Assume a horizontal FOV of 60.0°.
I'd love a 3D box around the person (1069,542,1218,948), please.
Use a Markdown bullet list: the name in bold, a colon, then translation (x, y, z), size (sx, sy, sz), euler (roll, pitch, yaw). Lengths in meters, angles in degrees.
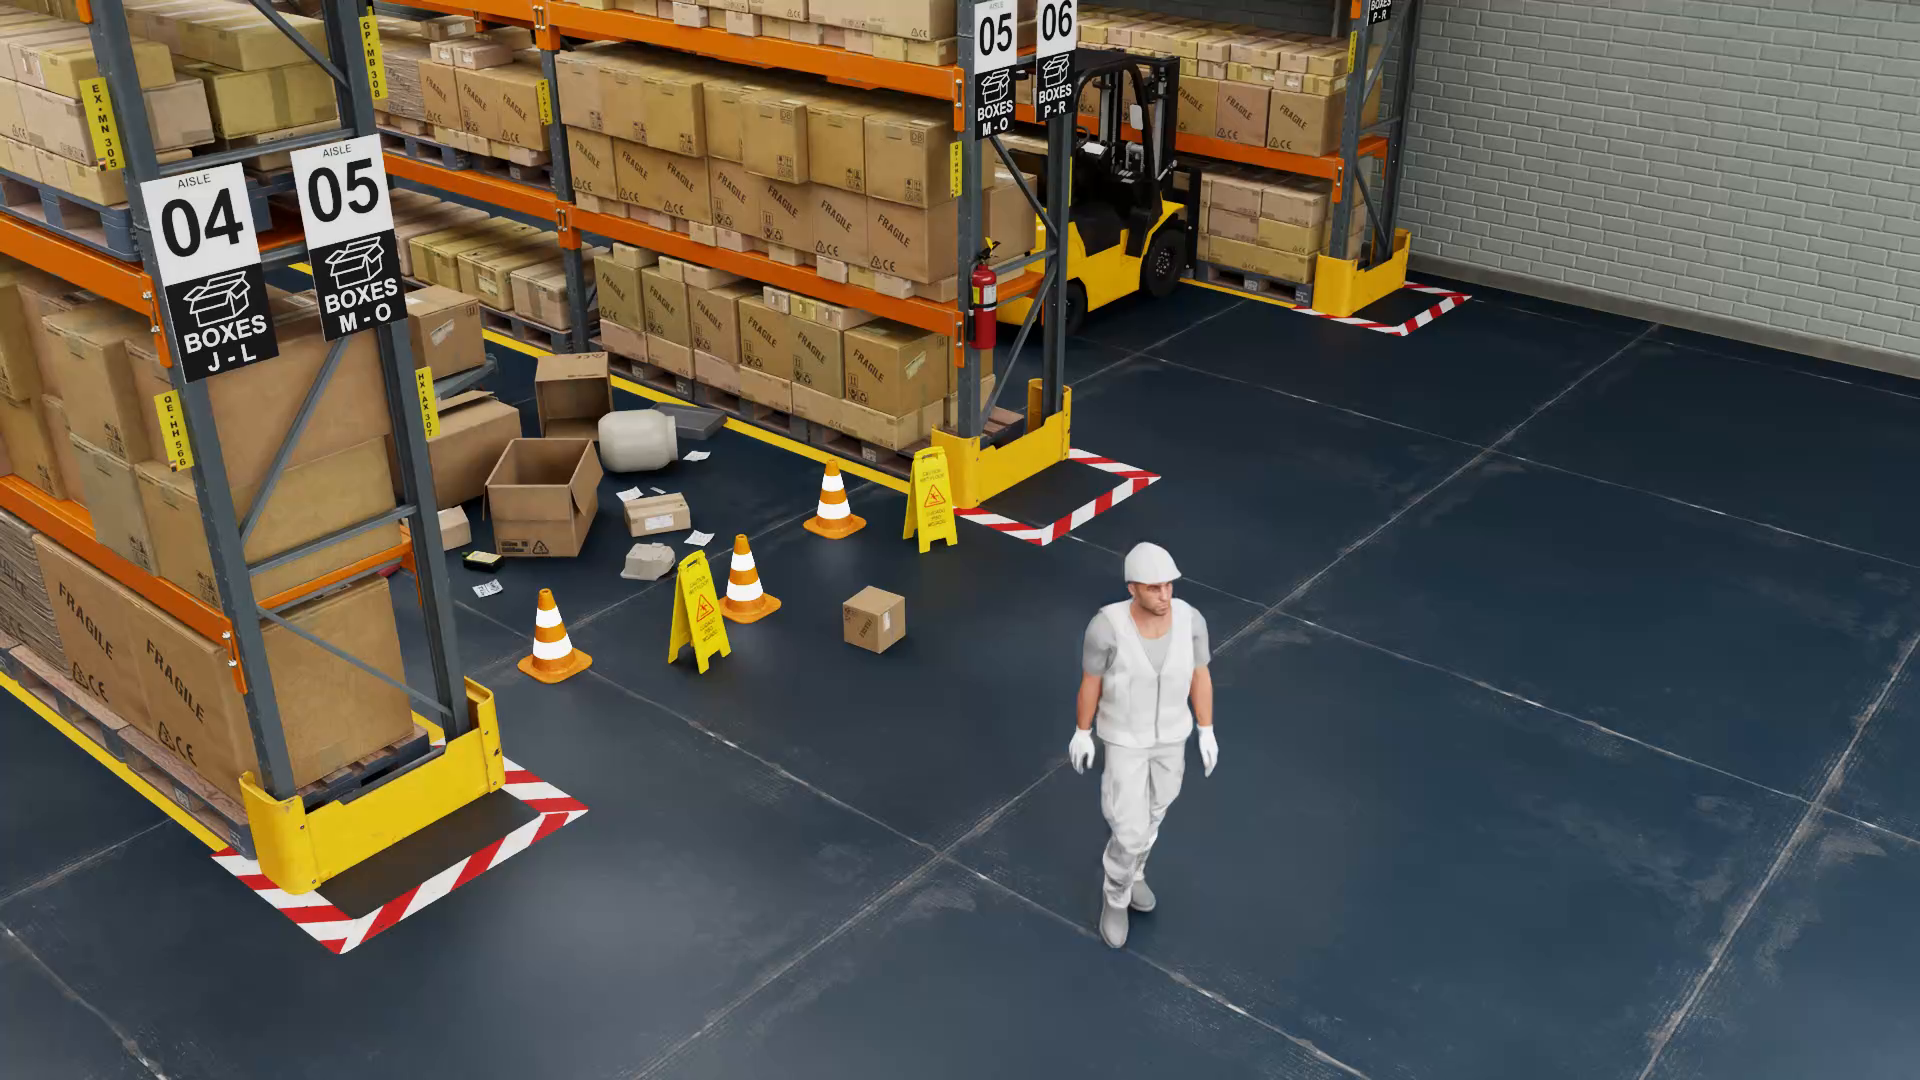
- **person**: translation (0.776, 0.854, 6.916), size (0.586, 1.825, 0.504), euler (-8, 28, -16)
